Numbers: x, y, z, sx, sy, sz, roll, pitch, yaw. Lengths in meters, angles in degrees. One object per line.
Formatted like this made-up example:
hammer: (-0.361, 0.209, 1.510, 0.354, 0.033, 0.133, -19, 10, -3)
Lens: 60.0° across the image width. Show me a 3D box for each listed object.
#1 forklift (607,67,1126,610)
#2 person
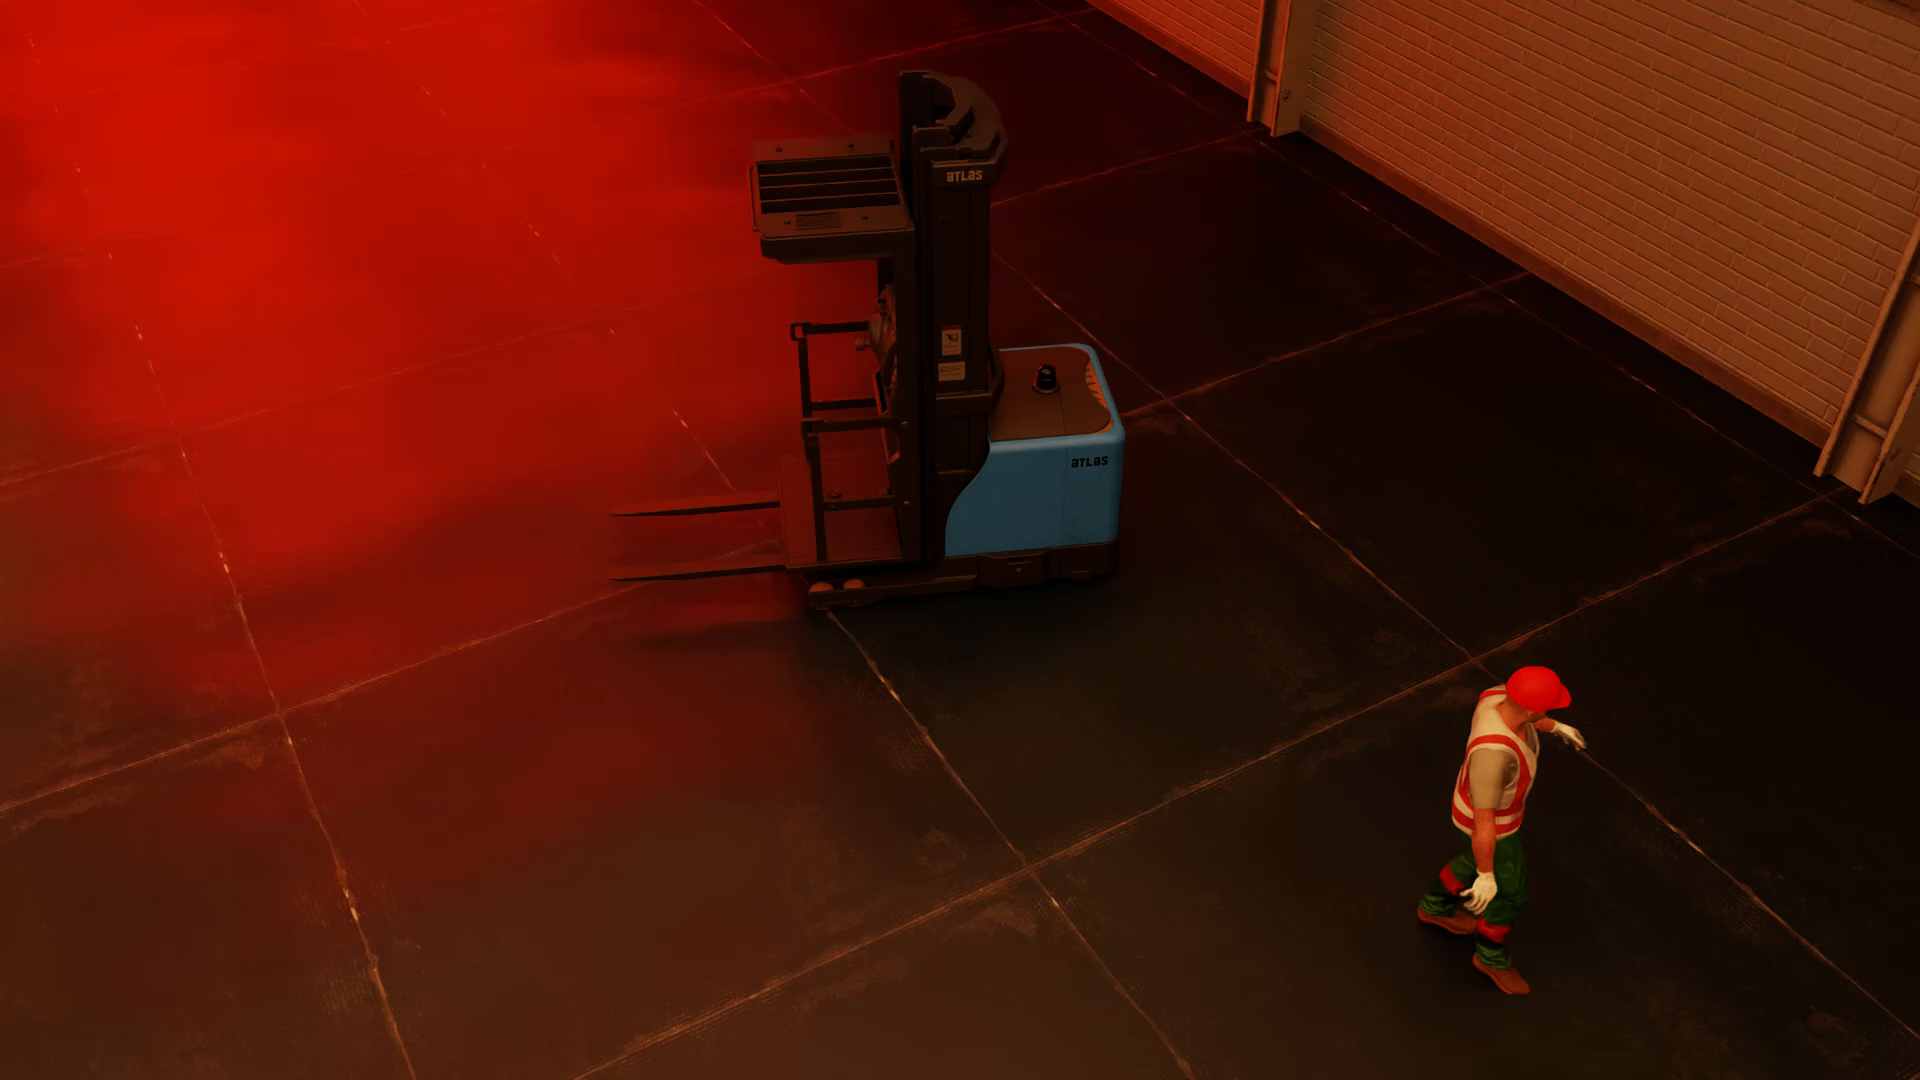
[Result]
forklift: (-0.604, -1.075, 9.332, 3.031, 2.935, 1.130, -5, 40, -6)
person: (2.459, 1.273, 7.417, 0.579, 1.814, 1.008, 15, 42, 17)
